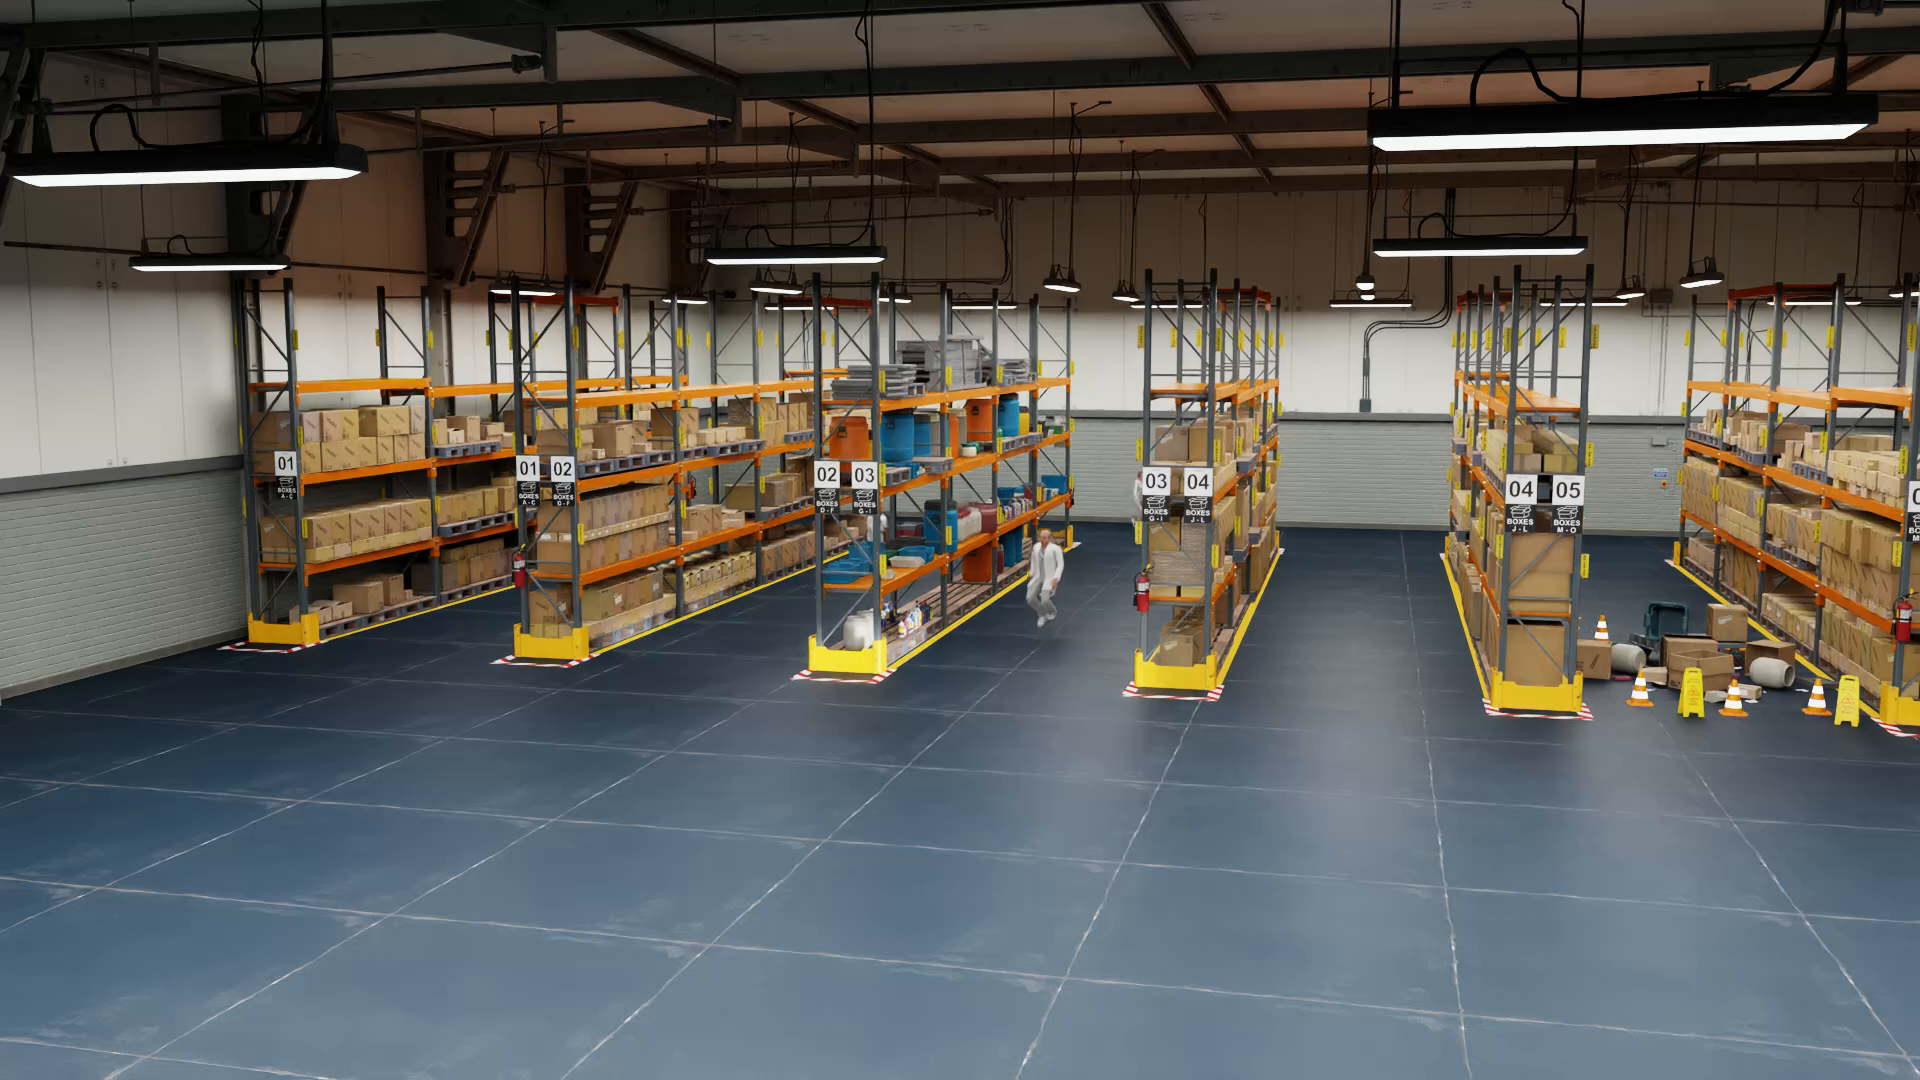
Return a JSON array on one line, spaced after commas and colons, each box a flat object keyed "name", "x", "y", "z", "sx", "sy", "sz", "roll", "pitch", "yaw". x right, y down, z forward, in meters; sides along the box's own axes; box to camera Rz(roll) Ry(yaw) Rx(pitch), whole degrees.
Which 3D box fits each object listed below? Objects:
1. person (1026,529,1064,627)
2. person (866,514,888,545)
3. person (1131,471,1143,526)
[{"name": "person", "x": 1.439, "y": 0.648, "z": 28.166, "sx": 0.718, "sy": 1.667, "sz": 0.569, "roll": 5, "pitch": 8, "yaw": 33}, {"name": "person", "x": -1.689, "y": -0.006, "z": 34.141, "sx": 0.454, "sy": 1.575, "sz": 0.886, "roll": 1, "pitch": 7, "yaw": 12}, {"name": "person", "x": 4.722, "y": -1.051, "z": 43.853, "sx": 0.418, "sy": 1.577, "sz": 0.612, "roll": -5, "pitch": 8, "yaw": -35}]
